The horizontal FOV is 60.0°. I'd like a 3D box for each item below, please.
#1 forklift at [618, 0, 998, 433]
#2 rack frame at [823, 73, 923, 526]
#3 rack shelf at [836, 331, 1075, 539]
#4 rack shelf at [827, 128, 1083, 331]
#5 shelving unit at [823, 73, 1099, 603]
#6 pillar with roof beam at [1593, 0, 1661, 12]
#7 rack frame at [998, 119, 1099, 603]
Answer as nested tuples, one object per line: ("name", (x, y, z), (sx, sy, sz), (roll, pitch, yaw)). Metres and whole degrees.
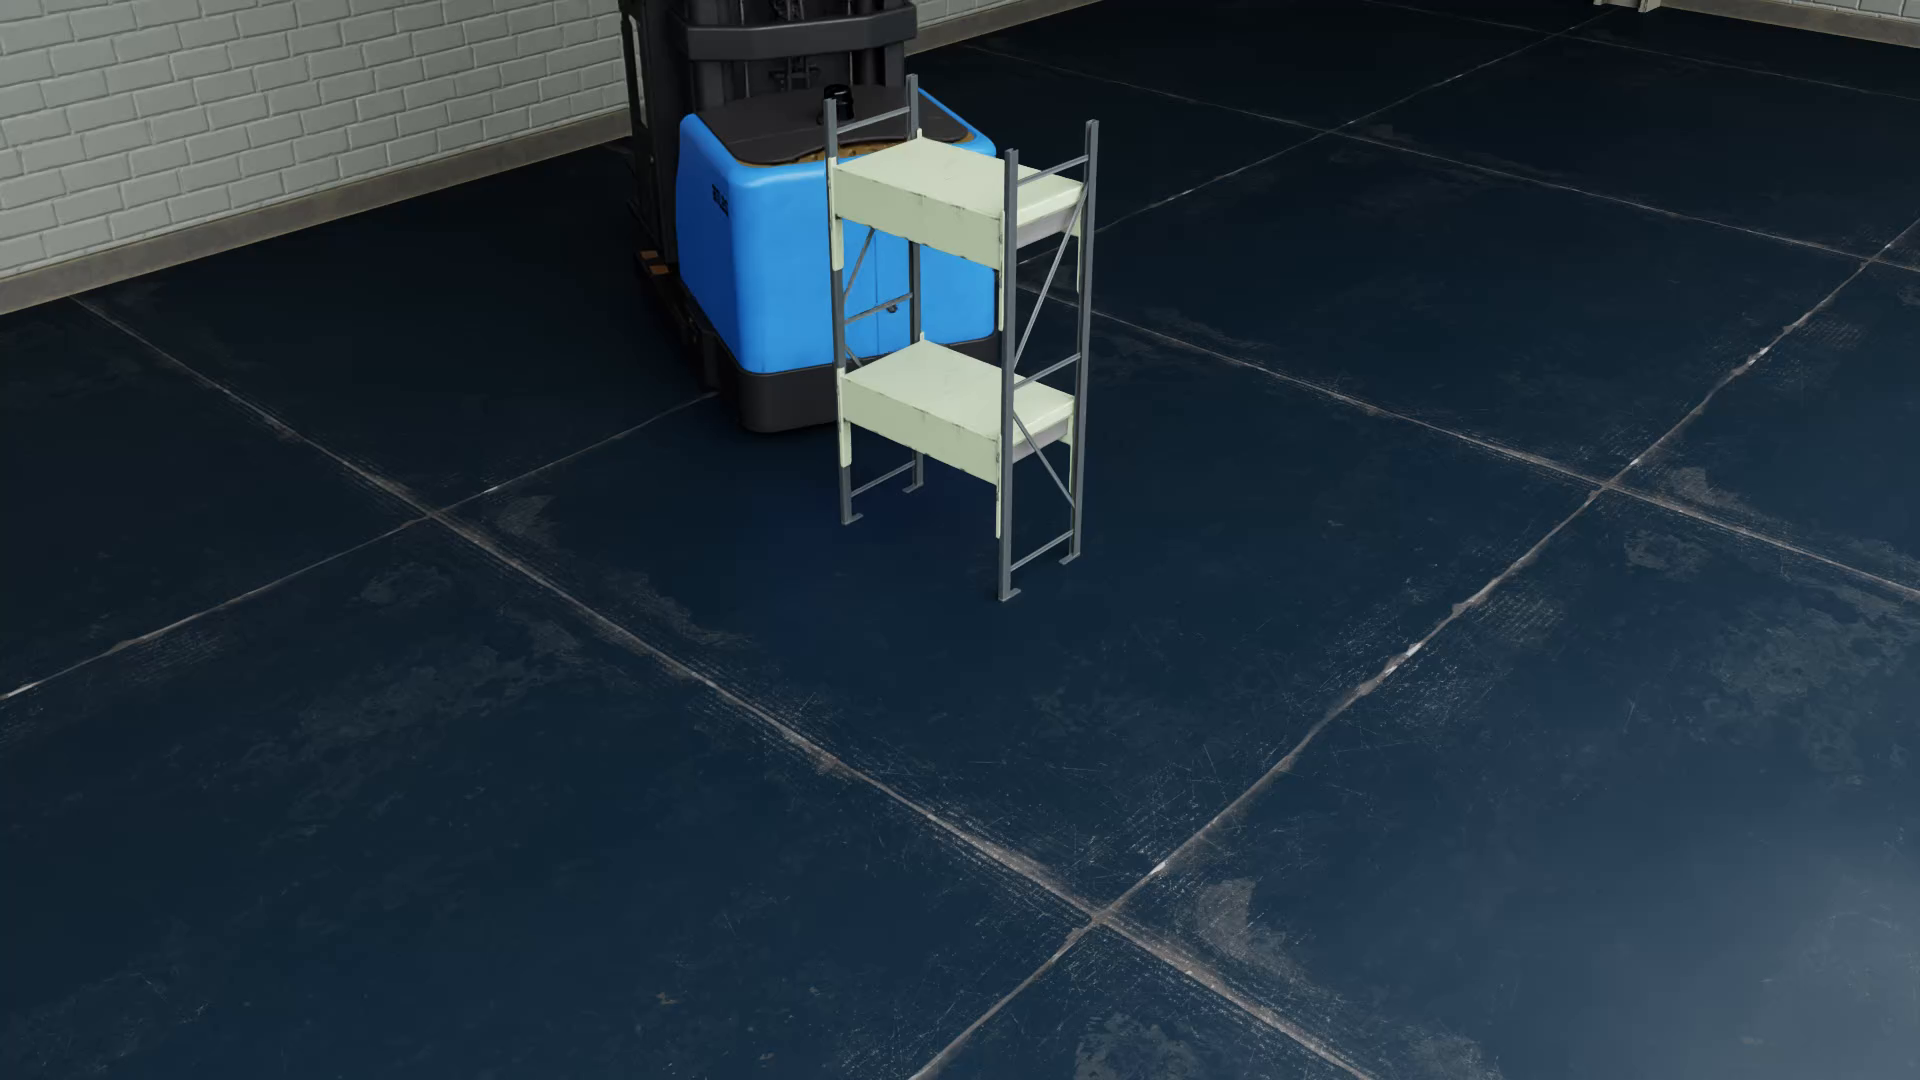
("forklift", (-0.867, -2.408, 6.909), (1.130, 2.935, 3.031), (-12, 33, -19))
("rack frame", (-0.276, -0.772, 5.577), (0.023, 1.500, 0.400), (25, 39, 35))
("rack shelf", (-0.005, -0.366, 5.535), (0.720, 0.370, 0.431), (25, 39, 35))
("rack shelf", (-0.005, -0.979, 5.166), (0.720, 0.370, 0.431), (25, 39, 35))
("shelving unit", (-0.005, -0.645, 5.367), (0.755, 1.500, 0.431), (25, 39, 35))
("pillar with roof beam", (2.071, -6.192, 7.310), (0.400, 9.000, 9.100), (25, 39, 35))
("rack frame", (0.266, -0.518, 5.157), (0.023, 1.500, 0.400), (25, 39, 35))
